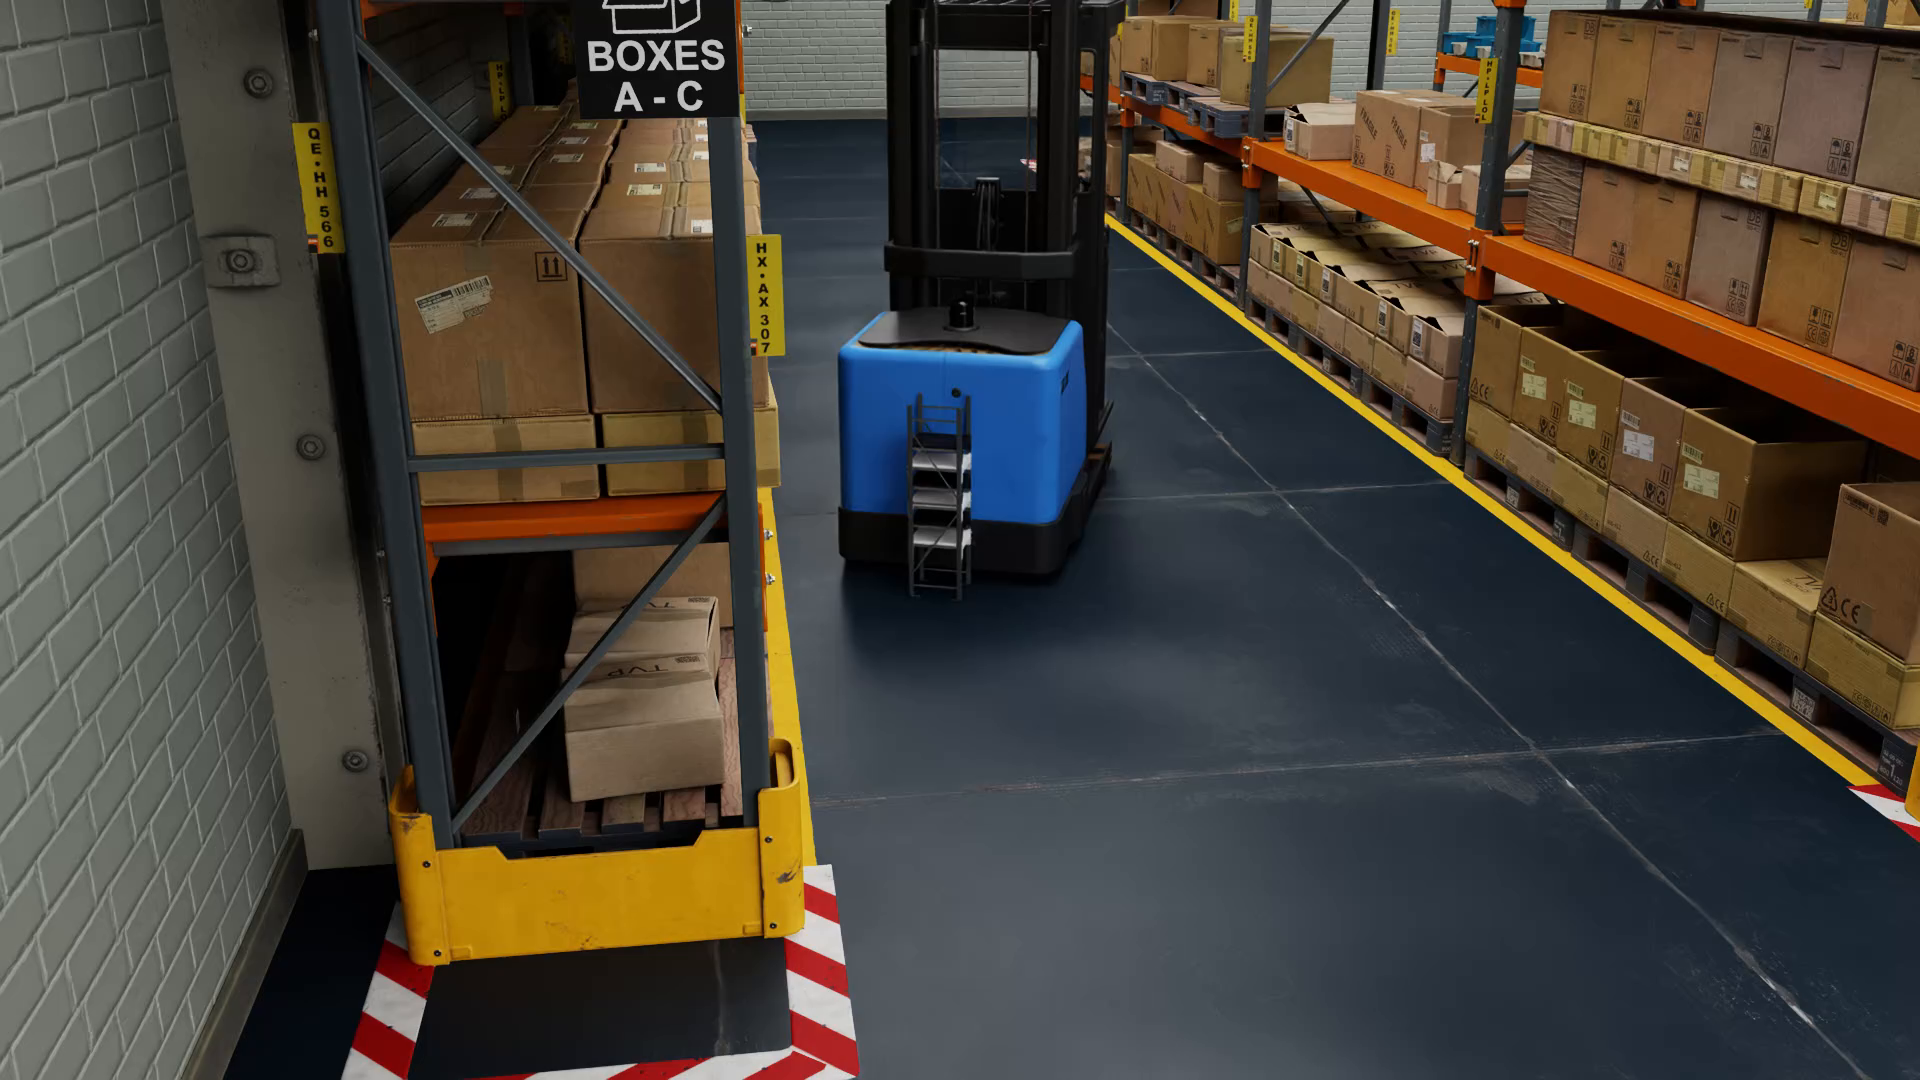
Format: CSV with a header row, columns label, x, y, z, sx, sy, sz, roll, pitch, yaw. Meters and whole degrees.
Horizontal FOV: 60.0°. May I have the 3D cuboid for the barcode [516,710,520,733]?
label,x,y,z,sx,sy,sz,roll,pitch,yaw
barcode,-1.467,0.602,5.518,0.001,0.075,0.075,-3,21,-8

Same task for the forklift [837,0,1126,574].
label,x,y,z,sx,sy,sz,roll,pitch,yaw
forklift,0.231,-1.698,8.574,1.130,2.935,3.031,4,21,11

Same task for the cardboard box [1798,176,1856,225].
label,x,y,z,sx,sy,sz,roll,pitch,yaw
cardboard box,3.451,-1.299,6.336,0.380,0.149,0.250,-2,21,-6

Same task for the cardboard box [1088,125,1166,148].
label,x,y,z,sx,sy,sz,roll,pitch,yaw
cardboard box,1.837,-4.310,18.407,0.797,0.503,0.637,-3,21,-8

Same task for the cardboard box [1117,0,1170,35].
label,x,y,z,sx,sy,sz,roll,pitch,yaw
cardboard box,1.784,-5.300,16.547,0.500,0.500,0.500,-3,21,-7

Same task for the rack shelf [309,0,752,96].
label,x,y,z,sx,sy,sz,roll,pitch,yaw
rack shelf,-1.347,-1.977,5.965,1.077,0.370,4.000,-3,21,-8

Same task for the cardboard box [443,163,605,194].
label,x,y,z,sx,sy,sz,roll,pitch,yaw
cardboard box,-1.478,-1.013,5.756,0.500,0.500,0.500,-3,21,-9

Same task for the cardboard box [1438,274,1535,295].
label,x,y,z,sx,sy,sz,roll,pitch,yaw
cardboard box,3.311,-1.533,10.561,0.500,0.311,0.500,-4,21,-10

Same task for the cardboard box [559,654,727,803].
label,x,y,z,sx,sy,sz,roll,pitch,yaw
cardboard box,-1.069,0.593,5.556,0.500,0.311,0.500,-5,21,-14

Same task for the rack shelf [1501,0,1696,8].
label,x,y,z,sx,sy,sz,roll,pitch,yaw
rack shelf,3.555,-2.229,6.637,1.077,0.370,4.000,-3,21,-8

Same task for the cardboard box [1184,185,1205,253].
label,x,y,z,sx,sy,sz,roll,pitch,yaw
cardboard box,2.249,-2.764,14.273,0.500,0.500,0.500,-4,21,-10

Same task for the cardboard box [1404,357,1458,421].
label,x,y,z,sx,sy,sz,roll,pitch,yaw
cardboard box,2.920,-0.890,9.643,0.500,0.250,0.500,-3,21,-8

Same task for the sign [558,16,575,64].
label,x,y,z,sx,sy,sz,roll,pitch,yaw
sign,-2.760,-3.500,11.645,0.100,0.325,0.005,-3,21,-8

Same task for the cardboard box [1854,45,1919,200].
label,x,y,z,sx,sy,sz,roll,pitch,yaw
cardboard box,3.700,-1.485,5.908,0.700,0.500,0.500,-3,21,-9

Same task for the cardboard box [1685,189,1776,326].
label,x,y,z,sx,sy,sz,roll,pitch,yaw
cardboard box,3.563,-1.213,7.034,0.700,0.500,0.500,-2,21,-6

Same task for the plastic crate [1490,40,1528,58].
label,x,y,z,sx,sy,sz,roll,pitch,yaw
plastic crate,6.339,-5.648,19.204,0.416,0.233,0.300,-3,21,-8

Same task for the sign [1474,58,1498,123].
label,x,y,z,sx,sy,sz,roll,pitch,yaw
sign,2.731,-2.327,8.619,0.100,0.325,0.005,-3,21,-8

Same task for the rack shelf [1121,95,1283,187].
label,x,y,z,sx,sy,sz,roll,pitch,yaw
rack shelf,2.402,-3.593,14.578,1.077,0.370,4.000,-3,21,-8

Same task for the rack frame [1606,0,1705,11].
label,x,y,z,sx,sy,sz,roll,pitch,yaw
rack frame,7.016,-4.871,16.971,1.000,3.000,0.127,-3,21,-8

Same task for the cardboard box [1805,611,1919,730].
label,x,y,z,sx,sy,sz,roll,pitch,yaw
cardboard box,3.473,0.453,6.047,0.500,0.250,0.500,-3,21,-8

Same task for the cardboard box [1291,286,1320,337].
label,x,y,z,sx,sy,sz,roll,pitch,yaw
cardboard box,2.629,-1.597,11.533,0.500,0.250,0.500,-3,21,-9

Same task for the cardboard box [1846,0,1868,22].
label,x,y,z,sx,sy,sz,roll,pitch,yaw
cardboard box,11.214,-6.573,20.246,0.500,0.500,0.500,-3,21,-9

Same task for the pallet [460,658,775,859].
label,x,y,z,sx,sy,sz,roll,pitch,yaw
pallet,-1.151,0.780,5.826,1.003,0.211,1.213,-3,21,-8

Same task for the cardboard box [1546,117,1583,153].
label,x,y,z,sx,sy,sz,roll,pitch,yaw
cardboard box,3.150,-2.014,8.251,0.380,0.149,0.250,-3,21,-7

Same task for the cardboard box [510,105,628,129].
label,x,y,z,sx,sy,sz,roll,pitch,yaw
cardboard box,-1.774,-1.719,7.645,0.500,0.500,0.500,-3,21,-9

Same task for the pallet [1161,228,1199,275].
label,x,y,z,sx,sy,sz,roll,pitch,yaw
pallet,2.447,-2.613,14.912,1.003,0.211,1.213,-3,21,-8

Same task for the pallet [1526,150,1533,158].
label,x,y,z,sx,sy,sz,roll,pitch,yaw
pallet,6.519,-4.662,20.398,1.003,0.211,1.213,-3,21,-8

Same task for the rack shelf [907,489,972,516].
label,x,y,z,sx,sy,sz,roll,pitch,yaw
rack shelf,-0.091,-0.158,7.448,0.258,0.077,0.200,4,21,11

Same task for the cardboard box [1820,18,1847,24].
label,x,y,z,sx,sy,sz,roll,pitch,yaw
cardboard box,11.142,-6.395,20.841,0.500,0.250,0.500,-3,21,-9

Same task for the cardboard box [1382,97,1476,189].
label,x,y,z,sx,sy,sz,roll,pitch,yaw
cardboard box,3.024,-2.522,10.539,0.500,0.500,0.500,-3,21,-8

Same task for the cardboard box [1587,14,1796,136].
label,x,y,z,sx,sy,sz,roll,pitch,yaw
cardboard box,3.411,-2.179,7.767,0.700,0.500,0.500,-3,21,-8

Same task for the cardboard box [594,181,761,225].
label,x,y,z,sx,sy,sz,roll,pitch,yaw
cardboard box,-0.891,-0.859,5.344,0.500,0.500,0.500,-3,21,-8

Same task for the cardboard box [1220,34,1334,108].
label,x,y,z,sx,sy,sz,roll,pitch,yaw
cardboard box,2.488,-3.694,13.076,0.700,0.500,0.500,-10,23,-26

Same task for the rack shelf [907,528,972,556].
label,x,y,z,sx,sy,sz,roll,pitch,yaw
rack shelf,-0.091,0.011,7.511,0.258,0.077,0.200,4,21,11

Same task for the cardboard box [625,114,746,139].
label,x,y,z,sx,sy,sz,roll,pitch,yaw
cardboard box,-1.183,-1.572,7.251,0.500,0.500,0.500,-3,21,-8

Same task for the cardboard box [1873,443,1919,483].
label,x,y,z,sx,sy,sz,roll,pitch,yaw
cardboard box,3.912,-0.098,6.449,0.500,0.500,0.500,-3,21,-8

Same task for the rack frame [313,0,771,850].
label,x,y,z,sx,sy,sz,roll,pitch,yaw
rack frame,-1.058,-0.217,4.509,1.000,3.000,0.127,-3,21,-8

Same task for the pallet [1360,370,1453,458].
label,x,y,z,sx,sy,sz,roll,pitch,yaw
pallet,3.122,-0.800,10.055,1.003,0.211,1.213,-3,21,-8

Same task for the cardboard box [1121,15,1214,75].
label,x,y,z,sx,sy,sz,roll,pitch,yaw
cardboard box,1.960,-4.691,15.746,0.700,0.500,0.500,-10,23,-26

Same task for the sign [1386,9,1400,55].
label,x,y,z,sx,sy,sz,roll,pitch,yaw
sign,3.239,-3.809,12.473,0.100,0.325,0.005,-3,21,-8

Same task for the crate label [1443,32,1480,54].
label,x,y,z,sx,sy,sz,roll,pitch,yaw
crate label,6.149,-6.104,20.425,0.416,0.233,0.303,-3,21,-8

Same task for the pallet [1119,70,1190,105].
label,x,y,z,sx,sy,sz,roll,pitch,yaw
pallet,2.121,-4.251,15.584,1.003,0.211,1.213,-3,21,-8

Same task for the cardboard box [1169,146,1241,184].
label,x,y,z,sx,sy,sz,roll,pitch,yaw
cardboard box,2.159,-3.309,14.662,0.500,0.250,0.500,-3,21,-9

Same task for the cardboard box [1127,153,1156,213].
label,x,y,z,sx,sy,sz,roll,pitch,yaw
cardboard box,1.942,-3.478,16.185,0.500,0.500,0.500,-4,21,-10

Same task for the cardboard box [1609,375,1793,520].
label,x,y,z,sx,sy,sz,roll,pitch,yaw
cardboard box,3.242,-0.417,7.304,0.500,0.500,0.500,-3,21,-8

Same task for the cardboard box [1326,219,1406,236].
label,x,y,z,sx,sy,sz,roll,pitch,yaw
cardboard box,3.009,-2.240,12.455,0.500,0.311,0.500,-2,21,-6

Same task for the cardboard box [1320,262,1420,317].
label,x,y,z,sx,sy,sz,roll,pitch,yaw
cardboard box,2.705,-1.677,10.947,0.500,0.311,0.500,-3,21,-8

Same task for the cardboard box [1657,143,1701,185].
label,x,y,z,sx,sy,sz,roll,pitch,yaw
cardboard box,3.303,-1.655,7.290,0.380,0.149,0.250,-4,21,-9

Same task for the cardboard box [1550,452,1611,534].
label,x,y,z,sx,sy,sz,roll,pitch,yaw
cardboard box,3.167,-0.239,7.898,0.500,0.250,0.500,-3,21,-8

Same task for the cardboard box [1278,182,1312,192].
label,x,y,z,sx,sy,sz,roll,pitch,yaw
cardboard box,2.759,-2.800,14.369,0.500,0.500,0.500,-3,21,-8

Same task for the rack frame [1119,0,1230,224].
label,x,y,z,sx,sy,sz,roll,pitch,yaw
rack frame,2.113,-4.623,16.306,1.000,3.000,0.127,-3,21,-8

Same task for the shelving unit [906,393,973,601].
label,x,y,z,sx,sy,sz,roll,pitch,yaw
shelving unit,-0.091,-0.189,7.437,0.258,0.900,0.210,4,21,11

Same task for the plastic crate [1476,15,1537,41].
label,x,y,z,sx,sy,sz,roll,pitch,yaw
plastic crate,6.672,-6.194,20.378,0.616,0.435,0.499,-3,21,-8
